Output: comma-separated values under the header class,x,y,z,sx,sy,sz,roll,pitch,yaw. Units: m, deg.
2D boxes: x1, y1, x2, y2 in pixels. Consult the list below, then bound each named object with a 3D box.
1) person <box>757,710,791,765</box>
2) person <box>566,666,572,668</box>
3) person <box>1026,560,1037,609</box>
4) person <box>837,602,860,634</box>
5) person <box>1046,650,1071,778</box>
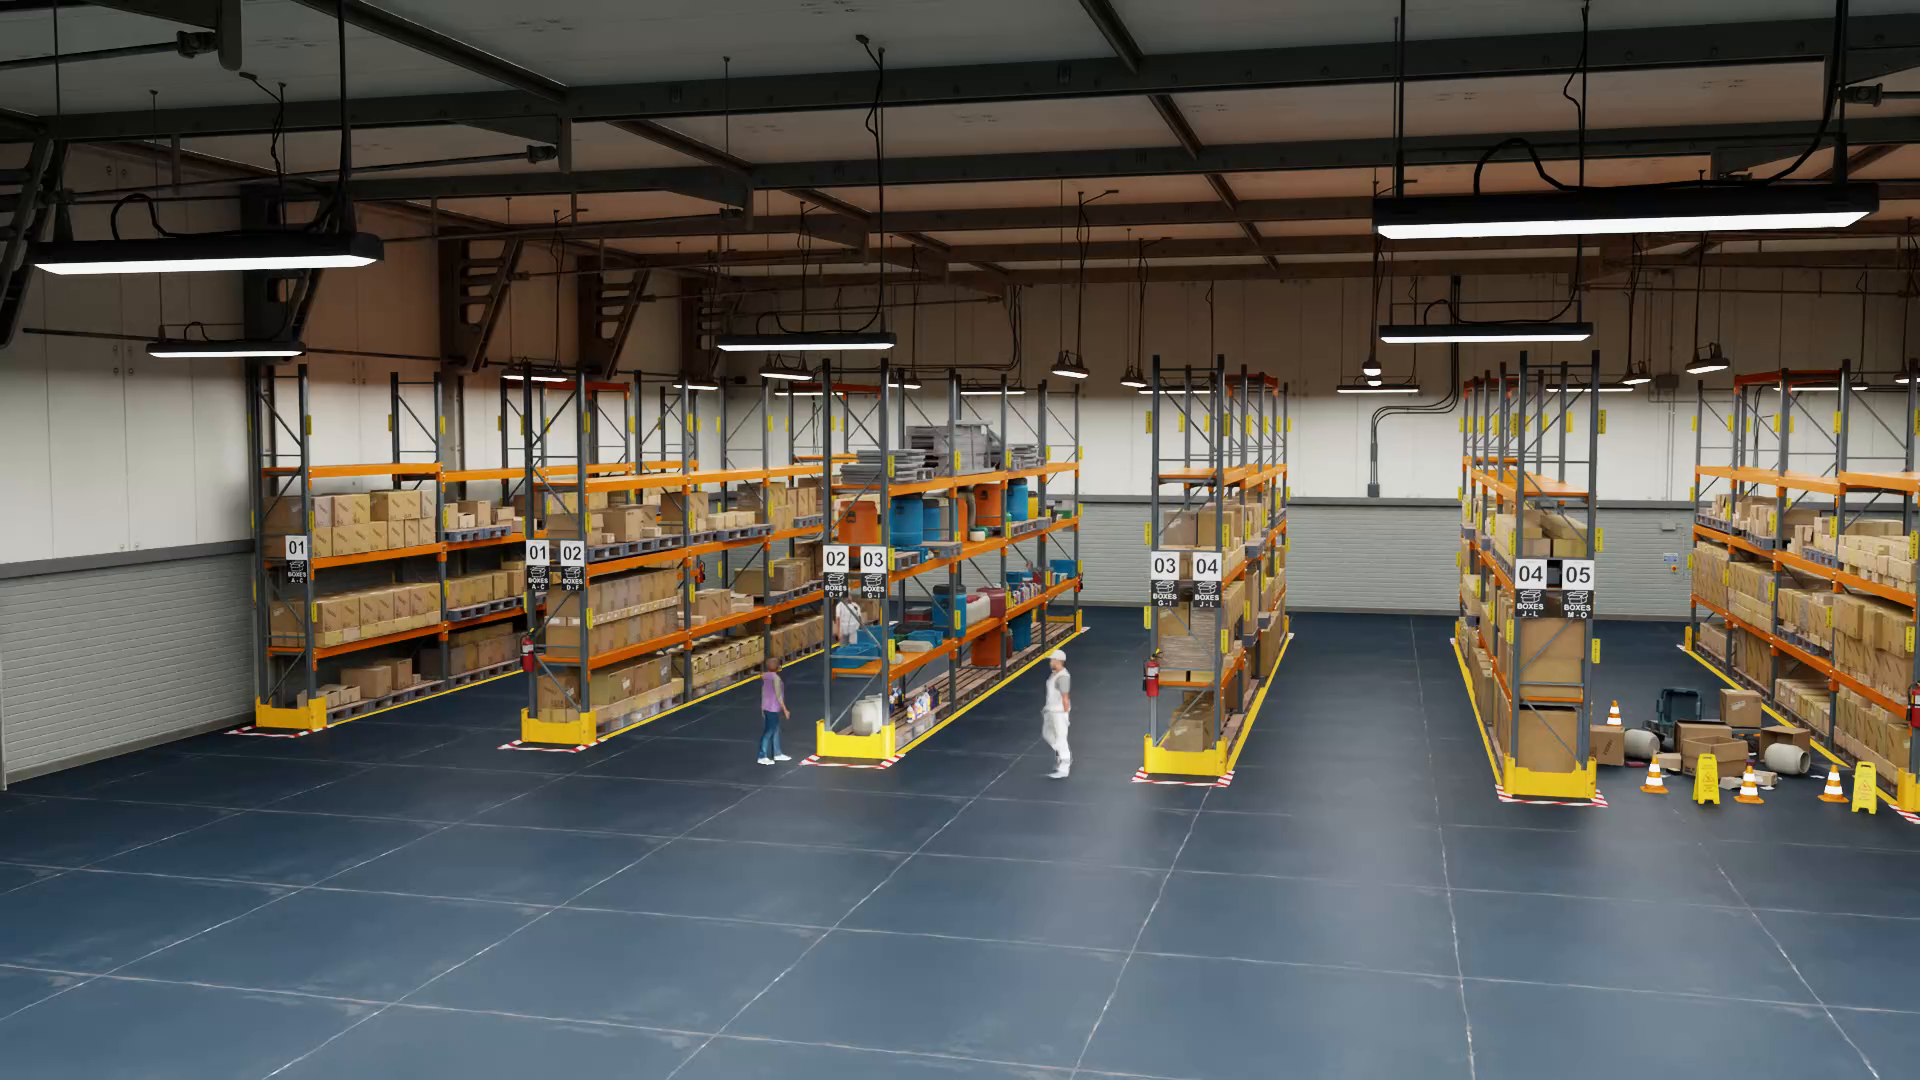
class,x,y,z,sx,sy,sz,roll,pitch,yaw
person,-2.751,2.840,24.657,0.528,0.948,0.408,-1,4,-14
person,-7.032,2.129,30.533,0.446,1.365,0.561,3,5,35
person,1.815,1.295,42.271,0.438,1.579,0.737,2,4,21
person,-2.216,1.957,33.181,0.484,1.441,0.857,1,4,11
person,1.413,2.454,23.726,0.426,1.791,0.590,-1,4,-12
